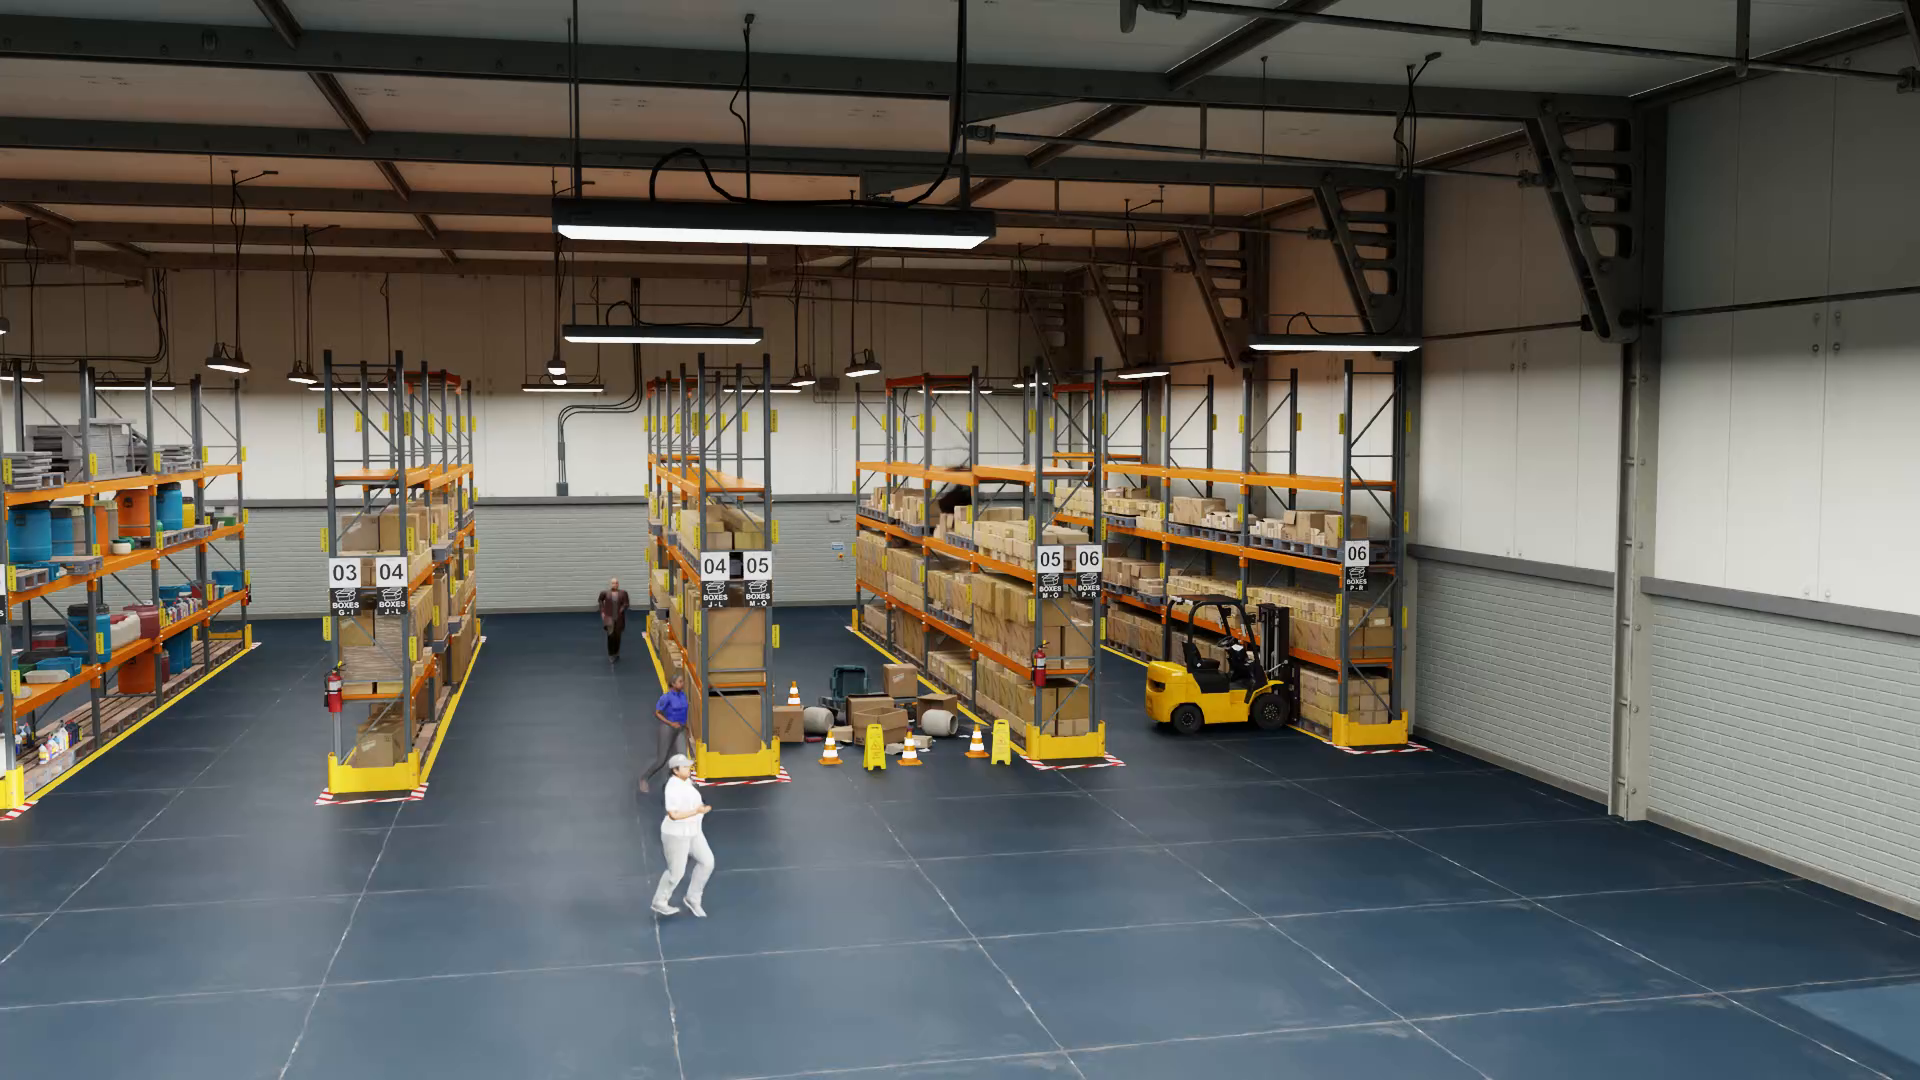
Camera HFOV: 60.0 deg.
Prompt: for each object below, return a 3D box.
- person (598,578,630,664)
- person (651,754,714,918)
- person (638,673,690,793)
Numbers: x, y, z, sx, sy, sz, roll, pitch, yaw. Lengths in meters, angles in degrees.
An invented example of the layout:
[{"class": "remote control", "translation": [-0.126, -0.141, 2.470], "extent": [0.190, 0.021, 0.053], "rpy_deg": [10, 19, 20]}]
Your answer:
[{"class": "person", "translation": [-7.288, 1.697, 35.077], "extent": [0.617, 1.814, 0.931], "rpy_deg": [-1, 4, -20]}, {"class": "person", "translation": [-2.794, 3.013, 16.820], "extent": [0.680, 1.714, 0.582], "rpy_deg": [1, 4, 16]}, {"class": "person", "translation": [-3.888, 2.613, 22.423], "extent": [0.812, 1.603, 0.662], "rpy_deg": [3, 5, 40]}]
